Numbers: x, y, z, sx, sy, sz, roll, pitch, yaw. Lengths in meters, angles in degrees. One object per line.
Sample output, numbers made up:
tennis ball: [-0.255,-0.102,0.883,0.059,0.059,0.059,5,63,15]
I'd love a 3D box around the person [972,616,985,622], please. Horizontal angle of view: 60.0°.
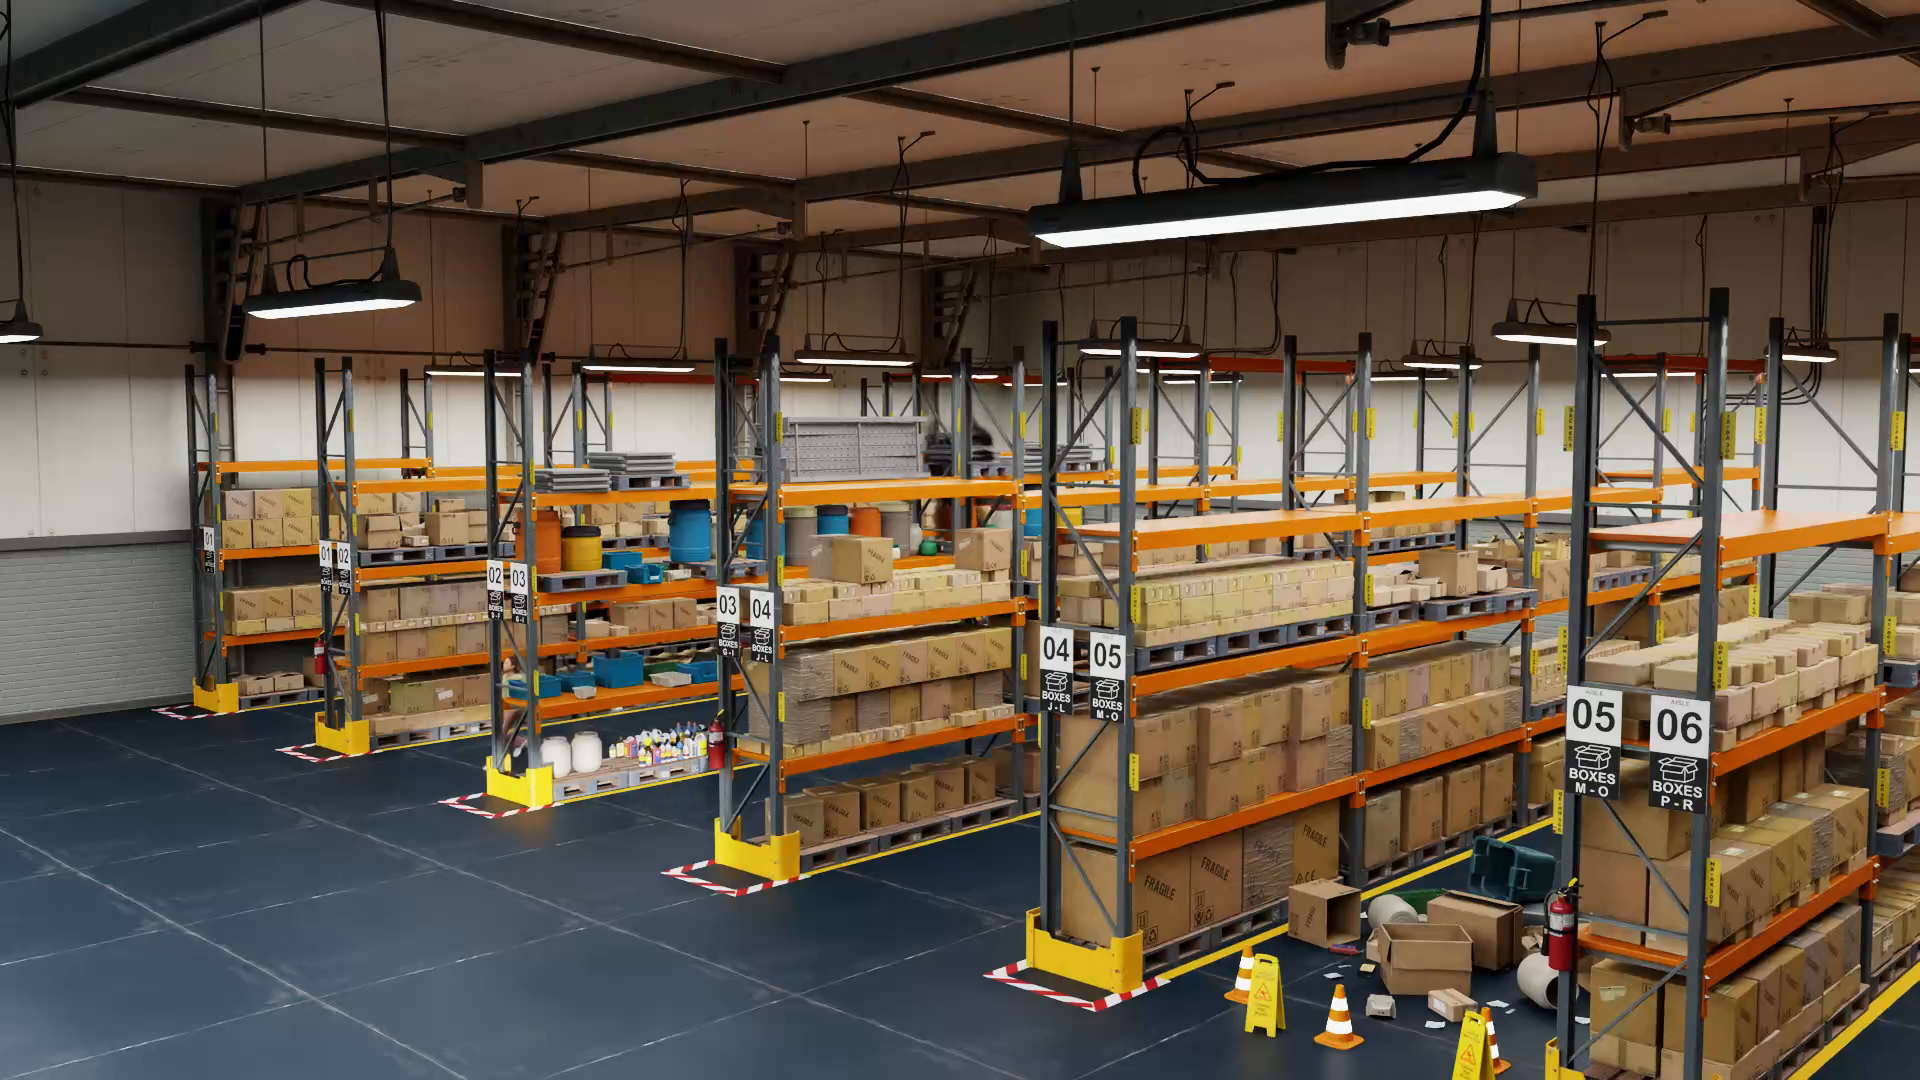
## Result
person: [0.399,1.779,32.844,0.688,1.721,0.582,3,5,35]

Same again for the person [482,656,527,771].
person: [-6.605,2.513,24.187,0.592,1.591,0.867,3,6,38]

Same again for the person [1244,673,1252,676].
person: [3.863,2.588,22.278,0.669,1.736,0.710,4,6,39]
